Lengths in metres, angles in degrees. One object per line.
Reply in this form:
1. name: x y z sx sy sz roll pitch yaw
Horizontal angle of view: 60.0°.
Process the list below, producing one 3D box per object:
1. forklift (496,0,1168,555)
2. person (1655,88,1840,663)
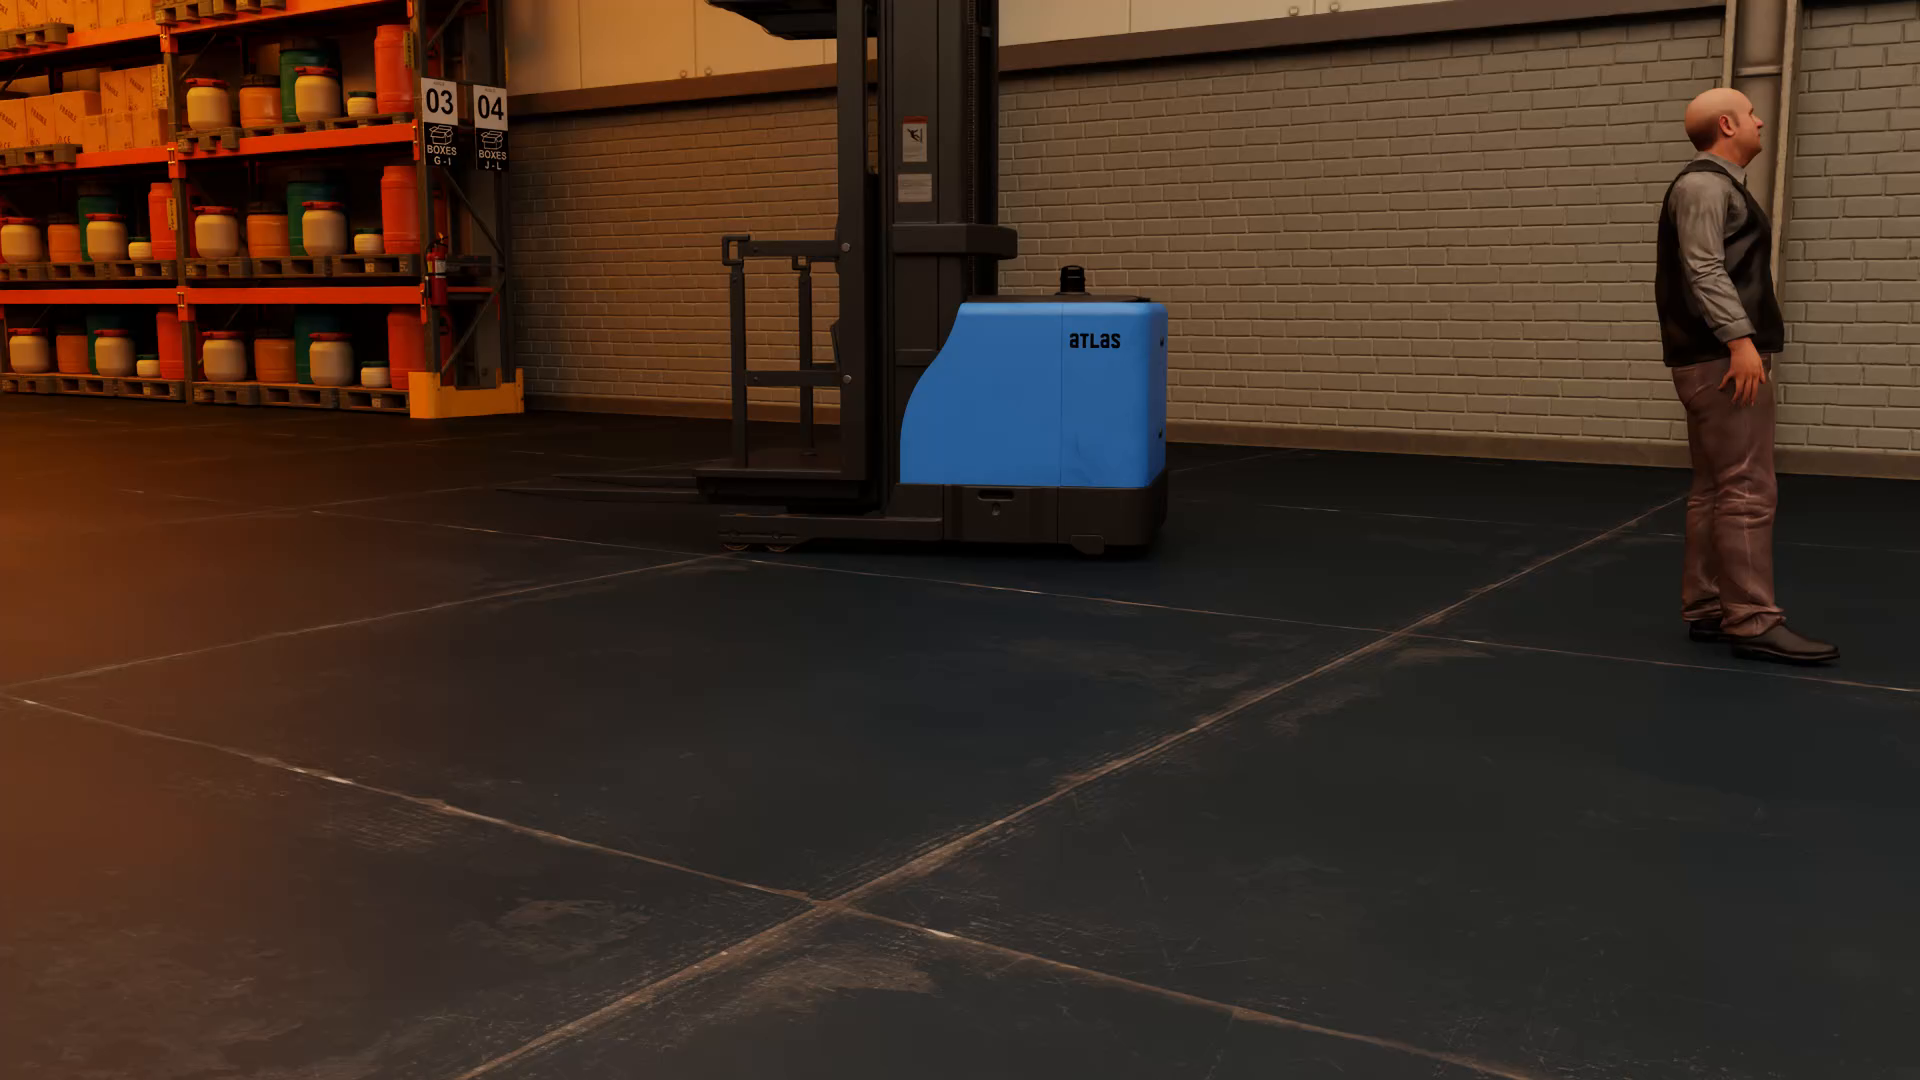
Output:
1. forklift: -0.596 -1.469 7.520 3.031 2.935 1.130 2 8 12
2. person: 2.453 -0.531 5.176 0.566 1.722 0.633 3 9 22
